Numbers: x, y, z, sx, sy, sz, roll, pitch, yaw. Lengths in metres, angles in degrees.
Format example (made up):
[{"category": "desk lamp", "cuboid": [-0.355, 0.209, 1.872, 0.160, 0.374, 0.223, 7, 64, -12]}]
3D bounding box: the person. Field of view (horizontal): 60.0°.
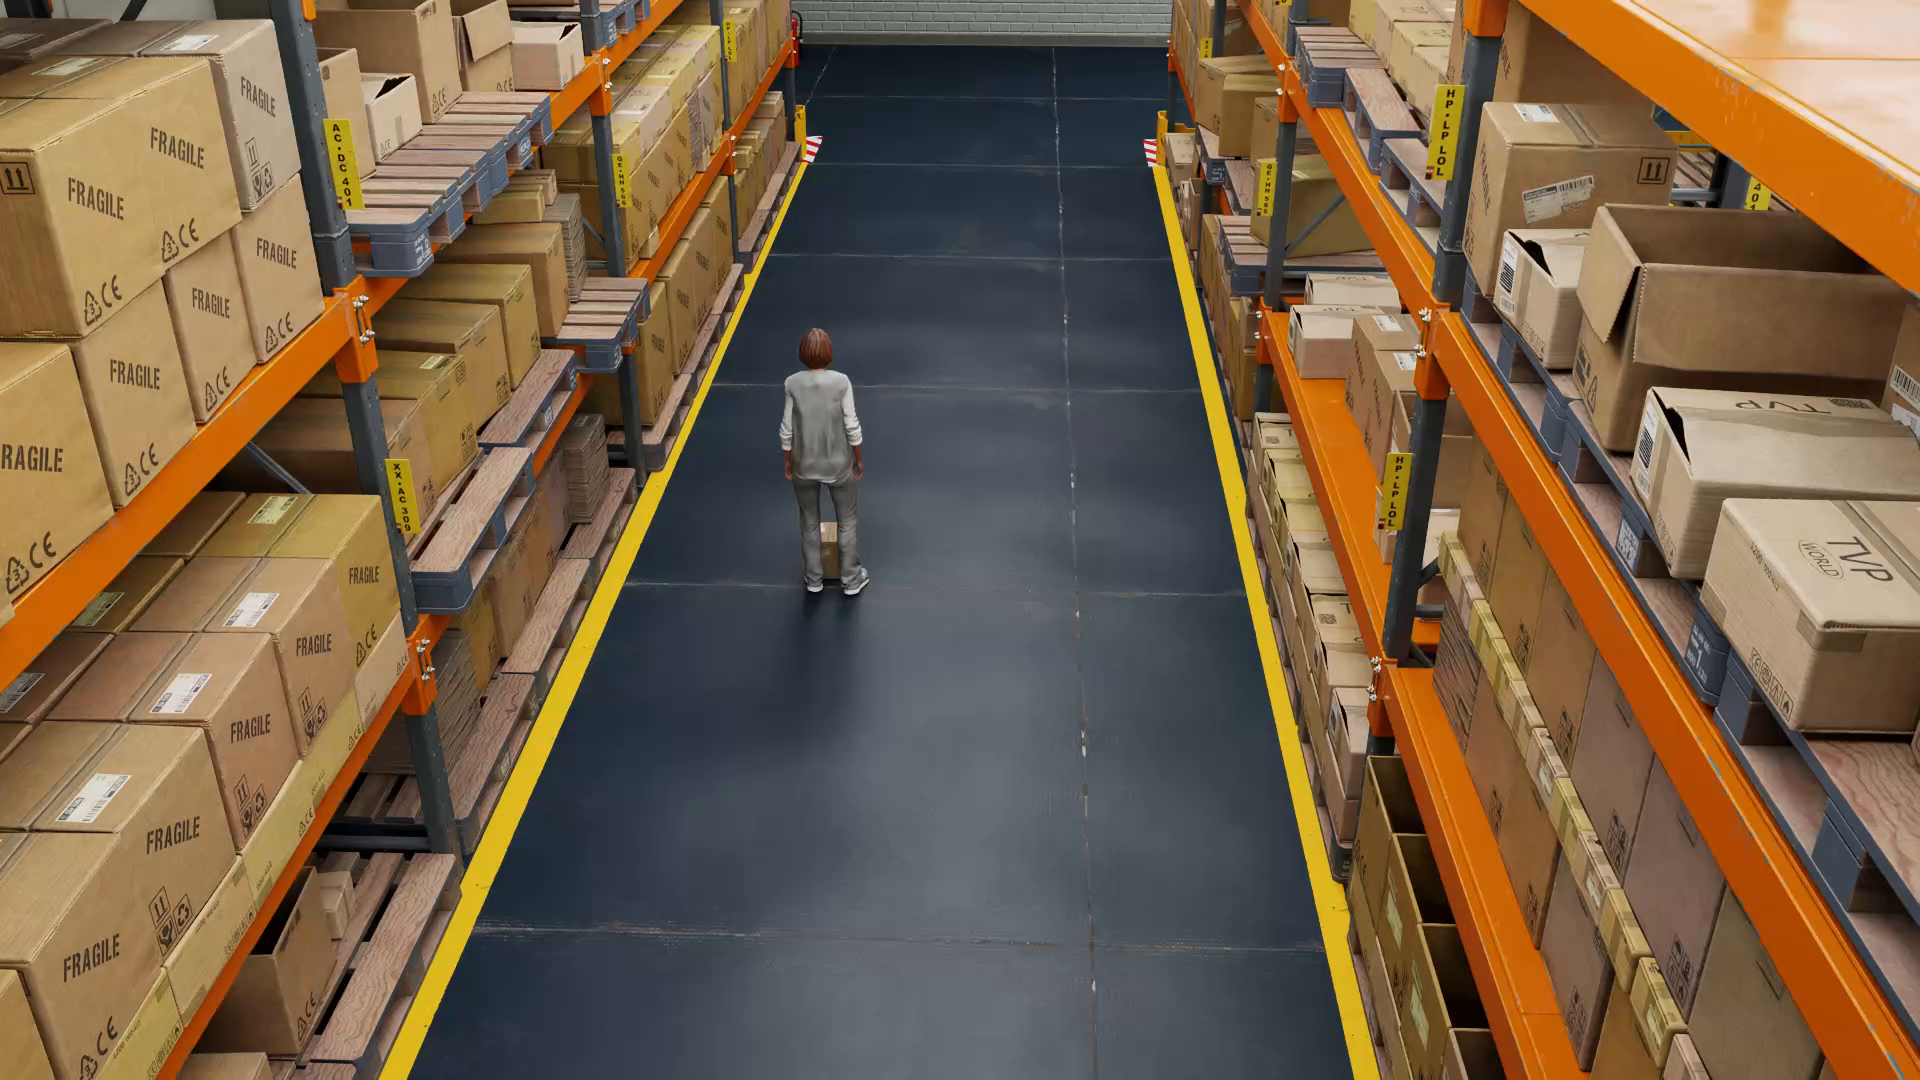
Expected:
[{"category": "person", "cuboid": [-0.774, -0.421, 9.414, 0.463, 1.593, 0.364, 1, 28, 2]}]
